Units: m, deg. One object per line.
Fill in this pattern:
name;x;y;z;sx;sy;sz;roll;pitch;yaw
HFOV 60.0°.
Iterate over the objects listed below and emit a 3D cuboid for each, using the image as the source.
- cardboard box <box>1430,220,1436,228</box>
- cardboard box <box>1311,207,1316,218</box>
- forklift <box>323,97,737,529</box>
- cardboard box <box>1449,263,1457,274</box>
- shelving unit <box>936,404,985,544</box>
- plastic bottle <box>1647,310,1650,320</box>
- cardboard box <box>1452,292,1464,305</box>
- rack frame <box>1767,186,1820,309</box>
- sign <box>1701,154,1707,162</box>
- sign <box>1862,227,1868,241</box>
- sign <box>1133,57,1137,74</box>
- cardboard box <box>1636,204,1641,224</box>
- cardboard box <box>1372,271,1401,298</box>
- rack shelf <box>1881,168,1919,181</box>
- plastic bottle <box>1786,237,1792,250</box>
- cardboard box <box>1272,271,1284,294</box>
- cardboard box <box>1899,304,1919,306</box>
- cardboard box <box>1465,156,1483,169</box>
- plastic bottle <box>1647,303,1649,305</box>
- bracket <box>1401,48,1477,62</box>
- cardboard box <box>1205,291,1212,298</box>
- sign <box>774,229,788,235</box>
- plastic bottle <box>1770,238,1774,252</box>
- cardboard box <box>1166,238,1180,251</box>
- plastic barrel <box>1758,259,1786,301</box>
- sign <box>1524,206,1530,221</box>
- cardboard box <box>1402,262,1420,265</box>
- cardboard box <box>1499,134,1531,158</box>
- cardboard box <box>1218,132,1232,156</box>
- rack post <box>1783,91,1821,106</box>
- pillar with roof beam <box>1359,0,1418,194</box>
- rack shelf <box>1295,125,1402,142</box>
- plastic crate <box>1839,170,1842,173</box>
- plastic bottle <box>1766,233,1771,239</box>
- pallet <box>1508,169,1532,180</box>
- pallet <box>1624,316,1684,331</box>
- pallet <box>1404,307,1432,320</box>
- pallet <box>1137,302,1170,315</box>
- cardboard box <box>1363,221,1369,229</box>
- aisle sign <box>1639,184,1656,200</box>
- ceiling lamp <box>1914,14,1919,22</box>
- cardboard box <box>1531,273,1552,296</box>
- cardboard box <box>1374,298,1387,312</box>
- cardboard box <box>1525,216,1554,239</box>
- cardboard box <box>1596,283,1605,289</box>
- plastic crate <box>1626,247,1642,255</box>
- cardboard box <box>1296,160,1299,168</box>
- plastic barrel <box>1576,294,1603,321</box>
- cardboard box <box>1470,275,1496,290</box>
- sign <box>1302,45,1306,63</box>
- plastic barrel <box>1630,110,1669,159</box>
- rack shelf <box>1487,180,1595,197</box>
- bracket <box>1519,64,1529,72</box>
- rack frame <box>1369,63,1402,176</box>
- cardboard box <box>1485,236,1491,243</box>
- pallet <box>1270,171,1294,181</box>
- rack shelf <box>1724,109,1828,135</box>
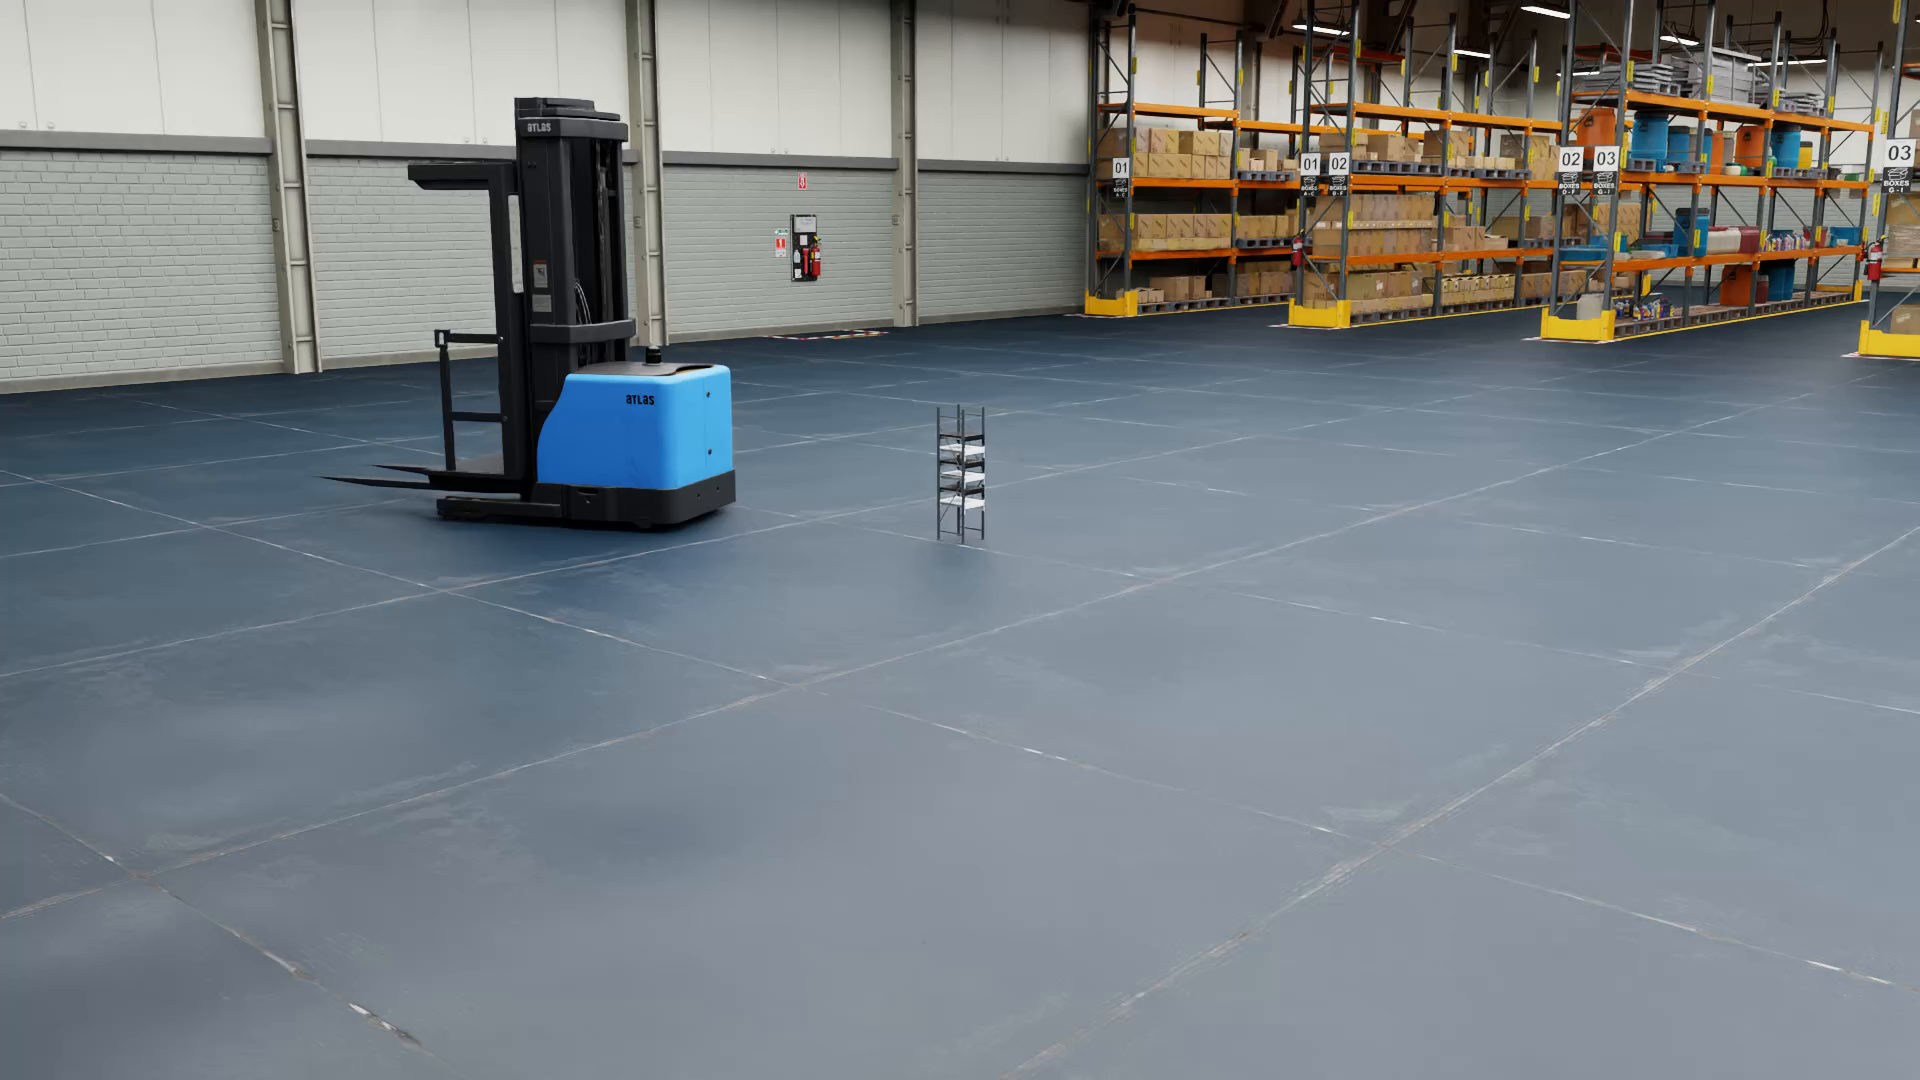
cardboard box;9.462;-6.441;33.887;0.380;0.149;0.250;10;15;40
cardboard box;8.910;-7.980;40.524;0.500;0.250;0.500;10;15;42
forklift;-3.221;-1.659;12.033;3.031;2.935;1.130;4;12;18
cardboard box;13.291;-7.411;45.966;0.700;0.500;0.500;10;15;40
shelving unit;0.005;-0.442;11.129;0.258;0.900;0.210;10;15;40
plastic bottle;12.347;-4.061;29.908;0.097;0.201;0.097;0;11;0
cardboard box;10.271;-5.101;35.040;0.500;0.250;0.500;10;15;42
rack frame;18.480;-6.677;36.984;1.000;3.000;0.127;10;15;40
sign;13.605;-6.903;30.432;0.100;0.325;0.005;10;15;40
sign;21.544;-7.277;39.570;0.100;0.325;0.005;10;15;40
sign;3.524;-9.561;33.519;0.100;0.325;0.005;10;15;40
cardboard box;16.982;-8.271;42.153;0.500;0.500;0.500;10;15;42
cardboard box;8.353;-5.048;32.862;0.500;0.500;0.500;10;15;40
rack shelf;15.599;-5.684;26.188;1.077;0.370;4.000;10;15;40
plastic bottle;17.799;-6.369;35.756;0.152;0.276;0.135;10;15;40
cardboard box;7.227;-6.109;39.399;0.700;0.500;0.500;10;15;40
cardboard box;15.073;-3.434;26.053;0.500;0.500;0.500;-7;13;-33
cardboard box;10.789;-8.018;35.348;0.500;0.250;0.500;8;14;36
plastic bottle;12.556;-4.186;30.321;0.061;0.283;0.133;10;15;40
bracket;13.092;-13.274;45.506;0.076;0.066;4.783;10;15;40
cardboard box;5.426;-5.525;37.325;0.380;0.166;0.250;7;14;33
sign;-3.125;-5.375;29.019;0.001;0.109;0.331;10;15;40
plastic bottle;16.948;-6.169;34.738;0.061;0.283;0.133;10;15;40
cardboard box;4.350;-6.312;35.487;0.500;0.250;0.500;9;15;39
plastic barrel;17.640;-5.672;36.237;0.600;0.901;0.708;10;15;40
sign;12.540;-7.226;36.776;0.100;0.325;0.005;10;15;40
cardboard box;11.972;-7.380;44.155;0.380;0.149;0.250;10;15;42
cardboard box;12.414;-8.803;37.162;0.500;0.500;0.500;10;15;40
cardboard box;5.630;-8.692;36.556;0.500;0.500;0.500;8;14;36
rack post;17.900;-9.462;35.803;0.937;0.300;0.954;9;15;39
pillar with roof beam;14.084;-10.558;41.098;9.100;9.000;0.548;10;15;40
rack shelf;9.718;-10.057;41.445;1.077;0.370;4.000;10;15;40
plastic crate;20.657;-8.652;39.546;0.497;0.269;0.590;10;15;40
plastic bottle;17.977;-6.637;36.909;0.144;0.351;0.185;10;15;40
pallet;11.740;-7.997;36.413;1.213;0.211;1.003;11;16;43
pallet;12.724;-4.039;30.896;1.003;0.211;1.213;10;15;40
pallet;8.924;-4.662;34.014;1.003;0.211;1.213;10;15;40
pallet;3.730;-4.951;35.462;1.003;0.211;1.213;10;15;40
cardboard box;7.599;-6.025;31.809;0.380;0.149;0.250;10;15;41
aisle sign;17.677;-9.152;42.737;0.394;0.787;0.004;10;15;40
ceiling lamp;20.031;-11.997;33.398;0.800;3.185;2.000;10;15;40
cardboard box;13.312;-5.901;38.354;0.500;0.500;0.500;10;15;40
cardboard box;8.019;-4.608;32.571;0.500;0.250;0.500;10;15;40
cardboard box;13.199;-7.202;38.282;0.500;0.500;0.700;-9;14;-37
cardboard box;15.764;-6.307;41.240;0.380;0.166;0.250;10;15;40
plastic crate;12.091;-5.233;30.294;0.450;0.188;0.662;10;15;40
cardboard box;7.749;-8.823;39.763;0.500;0.500;0.500;10;15;40
plastic barrel;10.935;-4.004;28.881;0.421;0.512;0.421;0;11;0
cardboard box;11.287;-5.602;36.117;0.500;0.311;0.500;10;15;40
sign;6.442;-9.064;31.028;0.100;0.325;0.005;10;15;40
plastic barrel;12.461;-7.290;30.043;0.600;0.901;0.708;10;15;40
rack shelf;13.441;-8.142;38.496;1.077;0.370;4.000;10;15;40
bracket;16.916;-14.127;49.773;0.235;0.232;0.430;10;15;40
rack frame;11.038;-10.900;42.809;1.000;3.000;0.127;10;15;40
cardboard box;11.385;-6.579;36.721;0.500;0.311;0.500;10;15;40
pallet;6.927;-8.390;38.380;1.213;0.211;1.003;10;15;40
rack shelf;17.159;-8.776;35.032;1.077;0.370;4.000;10;15;40
